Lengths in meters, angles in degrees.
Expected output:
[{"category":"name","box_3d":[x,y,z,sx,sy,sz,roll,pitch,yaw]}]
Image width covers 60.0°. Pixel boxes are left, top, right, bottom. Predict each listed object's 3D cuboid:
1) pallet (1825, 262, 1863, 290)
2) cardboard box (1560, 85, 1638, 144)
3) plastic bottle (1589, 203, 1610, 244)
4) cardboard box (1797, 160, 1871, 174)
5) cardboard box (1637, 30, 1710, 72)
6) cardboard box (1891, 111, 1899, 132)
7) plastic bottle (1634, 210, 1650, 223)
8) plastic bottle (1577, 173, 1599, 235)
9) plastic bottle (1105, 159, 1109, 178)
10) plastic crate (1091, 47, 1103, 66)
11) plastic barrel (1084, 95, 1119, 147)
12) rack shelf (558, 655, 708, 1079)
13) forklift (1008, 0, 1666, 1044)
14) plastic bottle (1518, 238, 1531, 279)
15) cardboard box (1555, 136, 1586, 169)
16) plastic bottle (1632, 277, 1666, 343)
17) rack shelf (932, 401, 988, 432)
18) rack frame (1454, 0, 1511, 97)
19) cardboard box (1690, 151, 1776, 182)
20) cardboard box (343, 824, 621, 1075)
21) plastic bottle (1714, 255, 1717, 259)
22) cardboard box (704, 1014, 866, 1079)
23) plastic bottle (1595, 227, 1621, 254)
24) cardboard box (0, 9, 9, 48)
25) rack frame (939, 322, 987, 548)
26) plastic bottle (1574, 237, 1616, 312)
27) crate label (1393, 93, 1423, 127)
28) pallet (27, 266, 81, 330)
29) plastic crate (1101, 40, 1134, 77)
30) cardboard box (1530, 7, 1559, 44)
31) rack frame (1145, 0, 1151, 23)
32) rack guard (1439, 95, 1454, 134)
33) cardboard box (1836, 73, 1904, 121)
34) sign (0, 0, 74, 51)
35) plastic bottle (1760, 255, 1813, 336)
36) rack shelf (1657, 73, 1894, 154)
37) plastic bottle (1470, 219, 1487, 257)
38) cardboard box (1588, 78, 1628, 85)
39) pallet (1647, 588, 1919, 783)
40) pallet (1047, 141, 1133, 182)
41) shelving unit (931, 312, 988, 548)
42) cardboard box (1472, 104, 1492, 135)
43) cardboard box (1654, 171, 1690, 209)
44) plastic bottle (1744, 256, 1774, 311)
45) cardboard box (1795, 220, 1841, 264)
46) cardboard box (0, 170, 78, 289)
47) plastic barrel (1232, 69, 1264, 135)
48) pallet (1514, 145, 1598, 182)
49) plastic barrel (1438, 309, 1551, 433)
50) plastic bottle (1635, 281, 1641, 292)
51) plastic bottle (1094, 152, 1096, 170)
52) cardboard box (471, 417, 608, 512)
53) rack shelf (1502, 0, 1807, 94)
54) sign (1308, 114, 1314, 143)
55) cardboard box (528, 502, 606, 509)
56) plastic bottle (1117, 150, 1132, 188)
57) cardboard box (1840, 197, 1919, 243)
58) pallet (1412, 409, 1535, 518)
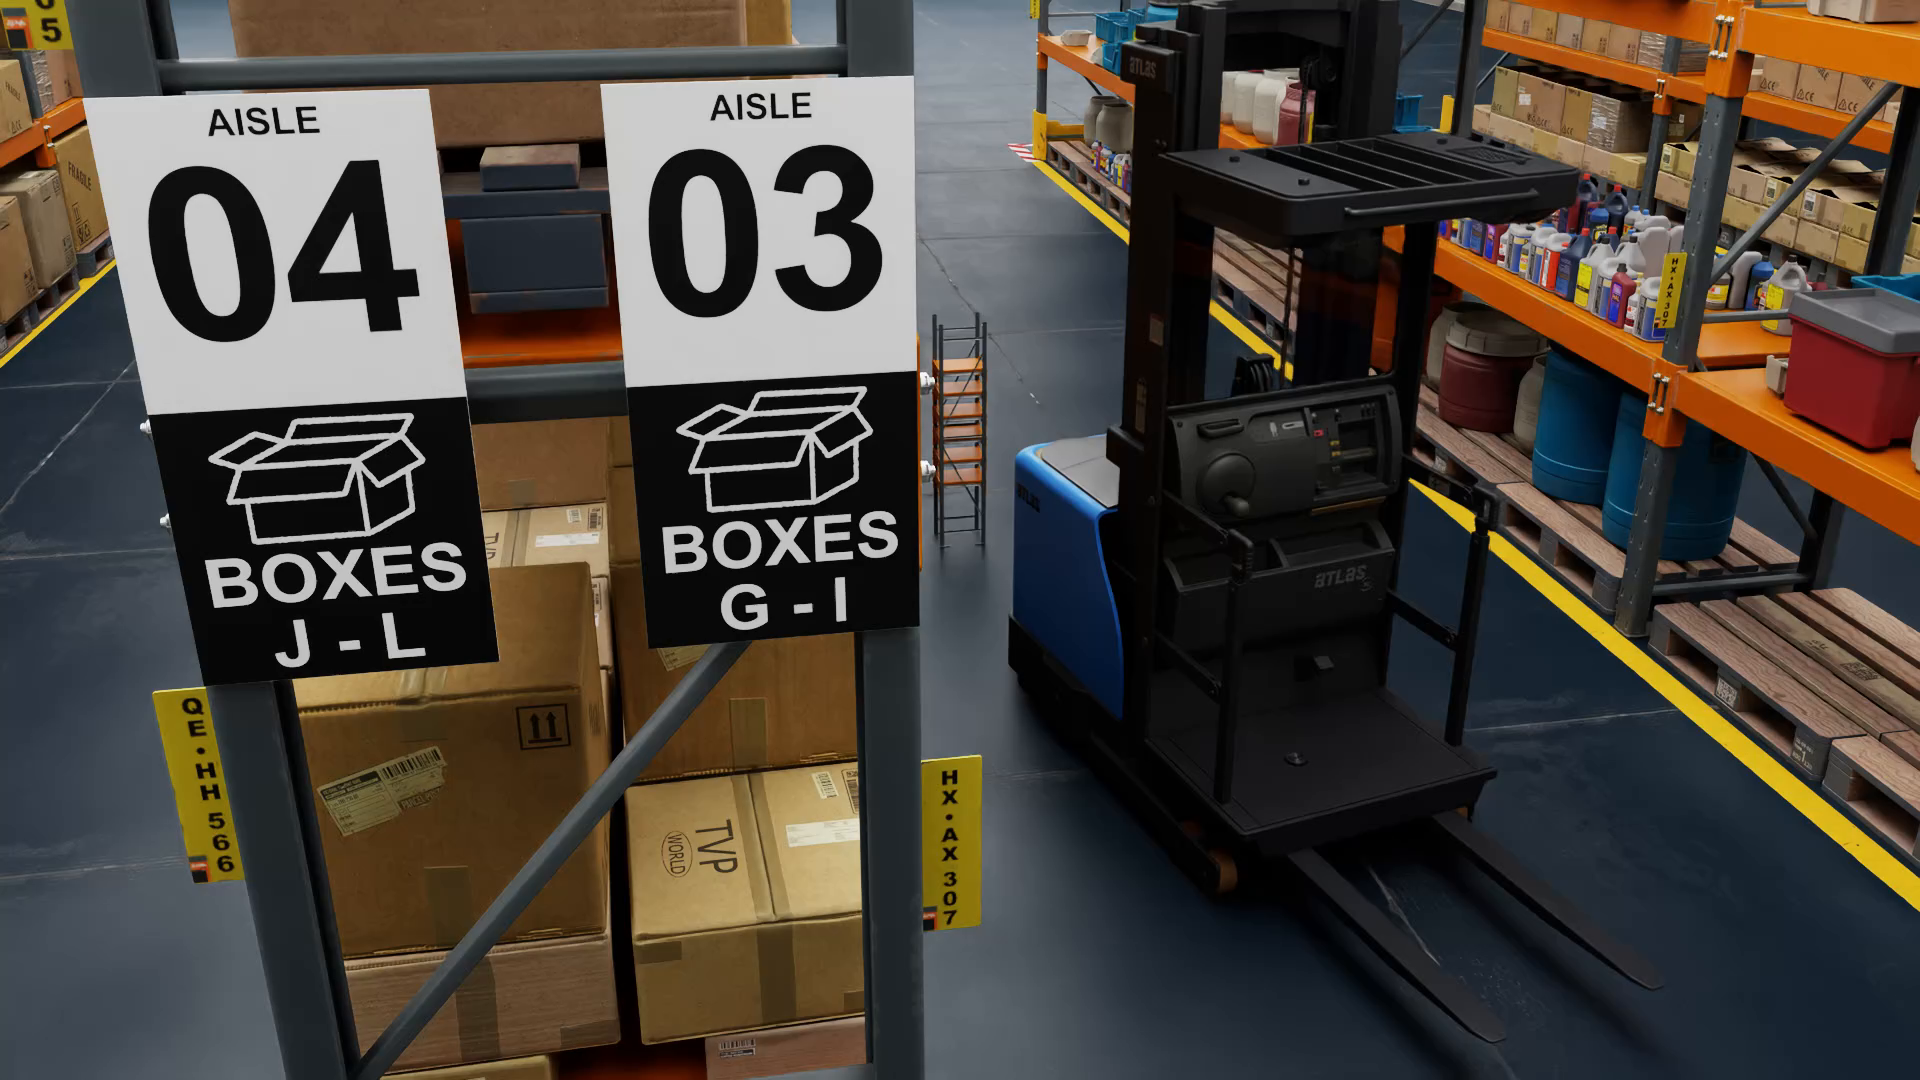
[{"category":"pallet","box_3d":[7.582,-1.962,12.978,1.003,0.211,1.213,-4,24,-10]},{"category":"cardboard box","box_3d":[6.478,-4.322,16.873,0.500,0.500,0.500,-4,24,-10]},{"category":"plastic bottle","box_3d":[3.469,-1.695,9.043,0.097,0.271,0.097,0,24,0]},{"category":"cardboard box","box_3d":[7.505,-3.137,14.394,0.500,0.311,0.500,-4,24,-10]},{"category":"cardboard box","box_3d":[6.868,-4.706,15.652,0.700,0.500,0.500,-5,24,-11]},{"category":"cardboard box","box_3d":[7.258,-3.131,12.485,0.380,0.149,0.250,-4,24,-10]},{"category":"plastic bottle","box_3d":[3.647,-1.629,8.892,0.097,0.271,0.097,0,24,0]},{"category":"plastic bottle","box_3d":[3.521,-1.882,9.374,0.144,0.351,0.185,-4,24,-10]},{"category":"plastic bottle","box_3d":[1.477,-3.664,16.339,0.097,0.201,0.097,0,24,0]},{"category":"plastic crate","box_3d":[1.538,-4.620,15.910,0.530,0.136,0.437,-4,24,-10]},{"category":"plastic barrel","box_3d":[1.544,-4.493,17.874,0.421,0.512,0.421,0,24,0]},{"category":"rack shelf","box_3d":[-0.931,0.509,4.737,1.077,0.370,4.000,-4,24,-10]},{"category":"forklift","box_3d":[1.258,-0.284,5.738,1.130,2.935,3.031,-10,25,-21]},{"category":"plastic bottle","box_3d":[2.942,-1.453,8.577,0.097,0.201,0.097,0,24,0]},{"category":"cardboard box","box_3d":[6.466,-3.978,17.021,0.500,0.250,0.500,-4,24,-10]},{"category":"plastic bottle","box_3d":[3.176,-1.049,7.558,0.152,0.276,0.135,-4,24,-10]},{"category":"rack shelf","box_3d":[-0.003,-0.625,8.493,0.258,0.103,0.180,-4,24,-10]},{"category":"rack frame","box_3d":[6.216,-6.059,18.876,1.000,3.000,0.127,-4,24,-10]},{"category":"cardboard box","box_3d":[6.875,-3.297,14.762,0.500,0.311,0.500,-5,24,-10]},{"category":"cardboard box","box_3d":[-0.912,0.727,3.153,0.500,0.250,0.500,-5,24,-11]},{"category":"plastic bottle","box_3d":[3.757,-1.362,8.368,0.097,0.201,0.097,0,24,0]},{"category":"cardboard box","box_3d":[-0.303,0.917,3.217,0.380,0.149,0.250,-4,24,-9]},{"category":"plastic bottle","box_3d":[3.183,-1.372,8.206,0.144,0.351,0.185,-4,24,-10]},{"category":"cardboard box","box_3d":[-7.708,-4.138,12.941,0.875,0.550,0.550,-4,24,-10]},{"category":"rack frame","box_3d":[0.014,-0.520,8.440,0.240,1.200,0.006,-4,24,-10]},{"category":"plastic bottle","box_3d":[3.075,-1.289,8.015,0.144,0.351,0.185,-4,24,-10]},{"category":"crate label","box_3d":[2.909,-2.975,11.769,0.502,0.435,0.616,-4,24,-10]},{"category":"pallet","box_3d":[-7.457,-1.851,12.725,1.003,0.211,1.213,-4,24,-10]},{"category":"plastic crate","box_3d":[1.616,-4.468,15.418,0.499,0.251,0.616,-4,24,-10]},{"category":"cardboard box","box_3d":[6.478,-5.519,17.513,0.700,0.500,0.500,-4,24,-9]},{"category":"rack frame","box_3d":[2.087,-4.121,14.438,1.000,3.000,0.127,-4,24,-10]},{"category":"rack guard","box_3d":[6.212,-4.923,19.398,1.175,0.500,0.348,-4,24,-10]},{"category":"cardboard box","box_3d":[7.369,-3.617,13.160,0.500,0.500,0.500,-6,24,-13]},{"category":"sign","box_3d":[-1.097,-0.744,1.950,0.100,0.325,0.005,-4,24,-10]},{"category":"plastic bottle","box_3d":[3.813,-1.130,7.651,0.144,0.351,0.185,-4,24,-10]},{"category":"rack shelf","box_3d":[7.326,-3.370,13.617,1.077,0.370,4.000,-4,24,-10]},{"category":"plastic bottle","box_3d":[2.871,-1.722,9.007,0.144,0.351,0.185,-4,24,-10]},{"category":"cardboard box","box_3d":[6.898,-4.558,17.411,0.500,0.500,0.500,-4,24,-10]},{"category":"pallet","box_3d":[3.741,0.590,7.136,1.003,0.211,1.213,-4,24,-10]},{"category":"pallet","box_3d":[1.553,-4.070,17.805,1.003,0.211,1.213,-4,24,-10]},{"category":"shelving unit","box_3d":[-0.003,-0.556,8.523,0.258,1.200,0.189,-4,24,-10]},{"category":"cardboard box","box_3d":[6.097,-4.764,18.822,0.500,0.250,0.500,-4,24,-10]},{"category":"cardboard box","box_3d":[6.787,-3.242,15.335,0.500,0.250,0.500,-5,24,-11]},{"category":"plastic bottle","box_3d":[3.836,-1.226,7.970,0.097,0.271,0.097,0,24,0]},{"category":"cardboard box","box_3d":[7.170,-2.435,13.487,0.500,0.250,0.500,-4,24,-9]},{"category":"cardboard box","box_3d":[-7.470,-2.351,12.672,1.050,0.750,0.750,-4,24,-10]},{"category":"plastic barrel","box_3d":[2.264,-3.332,12.461,0.433,0.535,0.433,0,24,0]},{"category":"pallet","box_3d":[6.621,-4.005,17.656,1.003,0.211,1.213,-4,24,-10]},{"category":"plastic barrel","box_3d":[3.143,-1.000,9.779,0.600,0.588,0.708,-4,24,-10]},{"category":"plastic bottle","box_3d":[3.163,-1.115,7.803,0.097,0.201,0.097,0,24,0]},{"category":"plastic bottle","box_3d":[1.396,-3.837,16.733,0.097,0.201,0.097,0,24,0]},{"category":"cardboard box","box_3d":[-1.279,-0.413,4.827,0.500,0.500,0.500,-5,24,-11]},{"category":"rack shelf","box_3d":[3.197,-2.806,8.578,1.077,0.370,4.000,-4,24,-10]},{"category":"sign","box_3d":[2.288,-2.579,10.703,0.100,0.325,0.005,-4,24,-10]},{"category":"cardboard box","box_3d":[-1.283,-0.072,4.982,0.500,0.250,0.500,-4,24,-8]},{"category":"plastic bottle","box_3d":[1.590,-3.543,15.875,0.144,0.351,0.185,-4,24,-10]},{"category":"cardboard box","box_3d":[7.254,-2.494,12.922,0.500,0.311,0.500,-5,24,-11]},{"category":"pallet","box_3d":[3.236,-0.484,9.594,1.003,0.211,1.213,-4,24,-10]}]
